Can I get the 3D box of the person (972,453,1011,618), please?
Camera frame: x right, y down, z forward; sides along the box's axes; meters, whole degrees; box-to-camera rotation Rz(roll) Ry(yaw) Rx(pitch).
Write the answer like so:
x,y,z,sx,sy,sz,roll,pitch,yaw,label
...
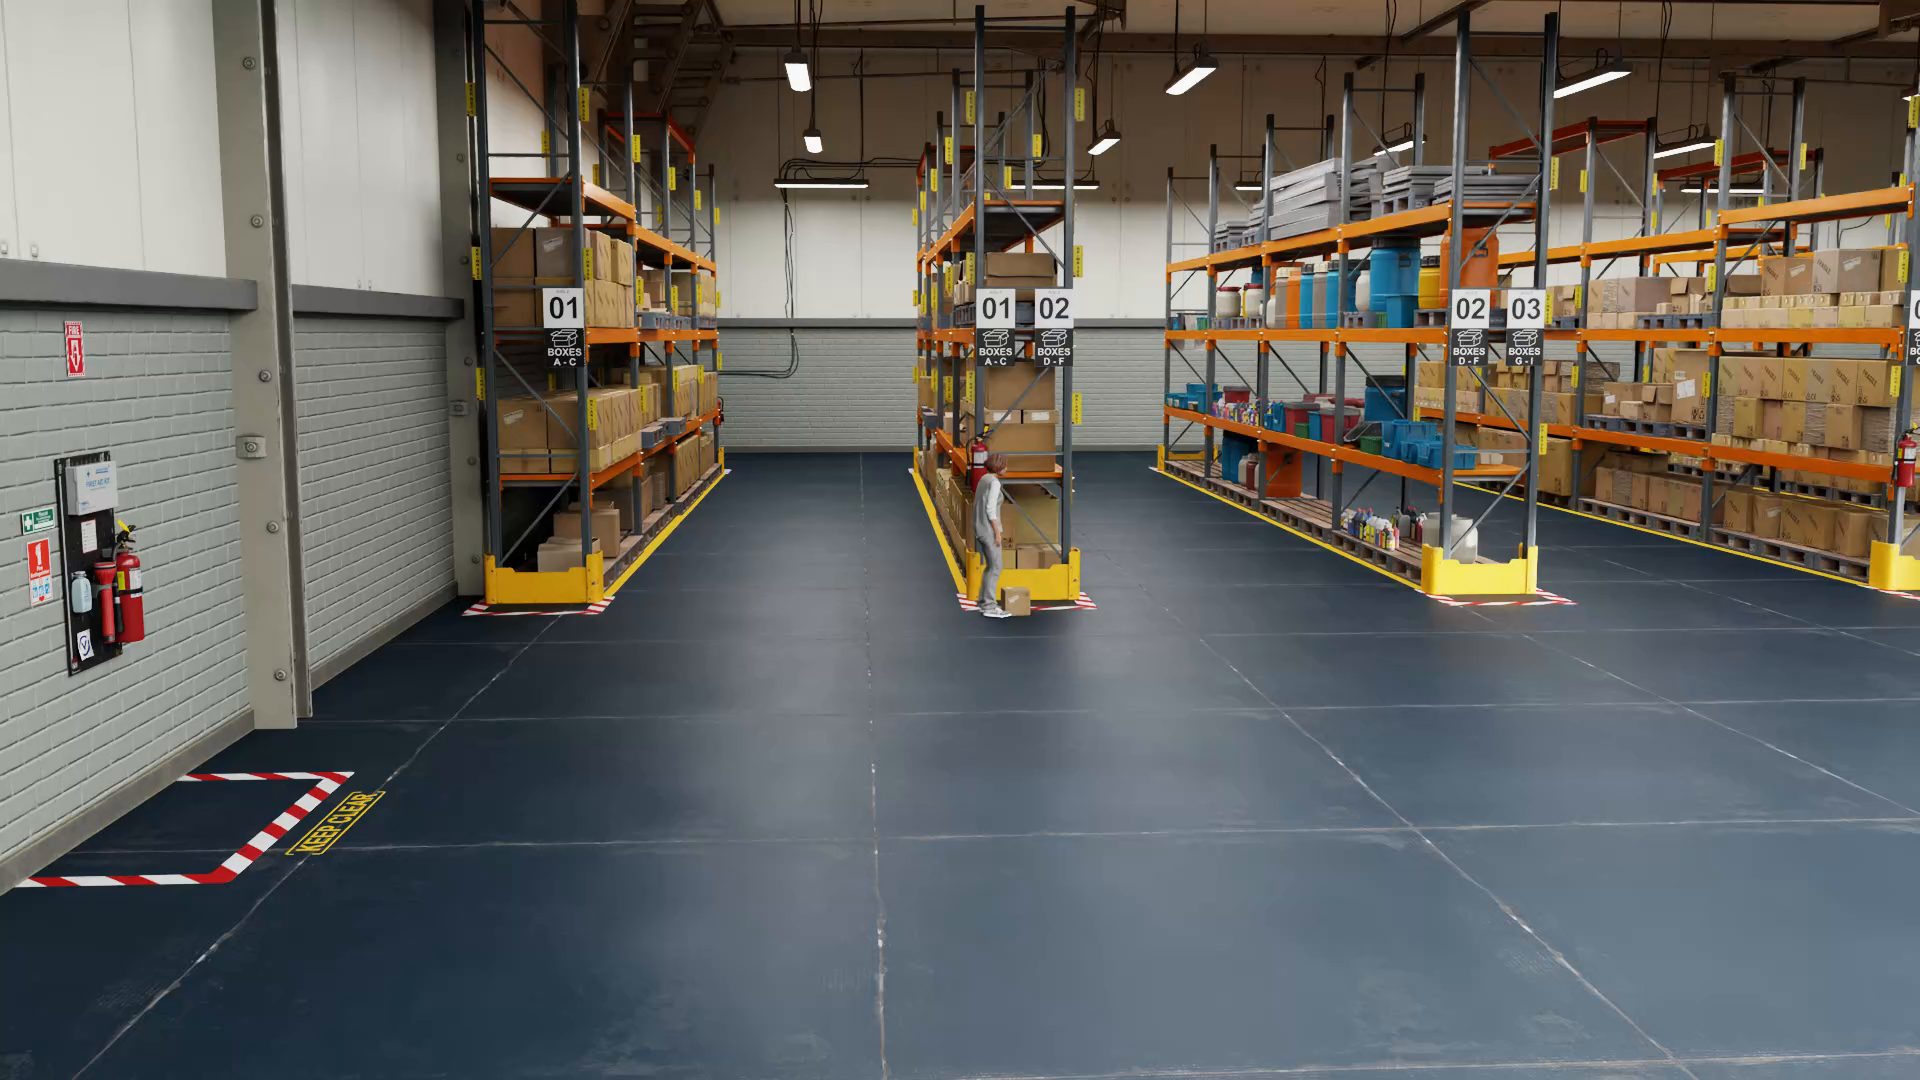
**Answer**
x,y,z,sx,sy,sz,roll,pitch,yaw,label
0.302,-0.056,16.262,0.345,1.591,0.478,-1,7,-11,person
